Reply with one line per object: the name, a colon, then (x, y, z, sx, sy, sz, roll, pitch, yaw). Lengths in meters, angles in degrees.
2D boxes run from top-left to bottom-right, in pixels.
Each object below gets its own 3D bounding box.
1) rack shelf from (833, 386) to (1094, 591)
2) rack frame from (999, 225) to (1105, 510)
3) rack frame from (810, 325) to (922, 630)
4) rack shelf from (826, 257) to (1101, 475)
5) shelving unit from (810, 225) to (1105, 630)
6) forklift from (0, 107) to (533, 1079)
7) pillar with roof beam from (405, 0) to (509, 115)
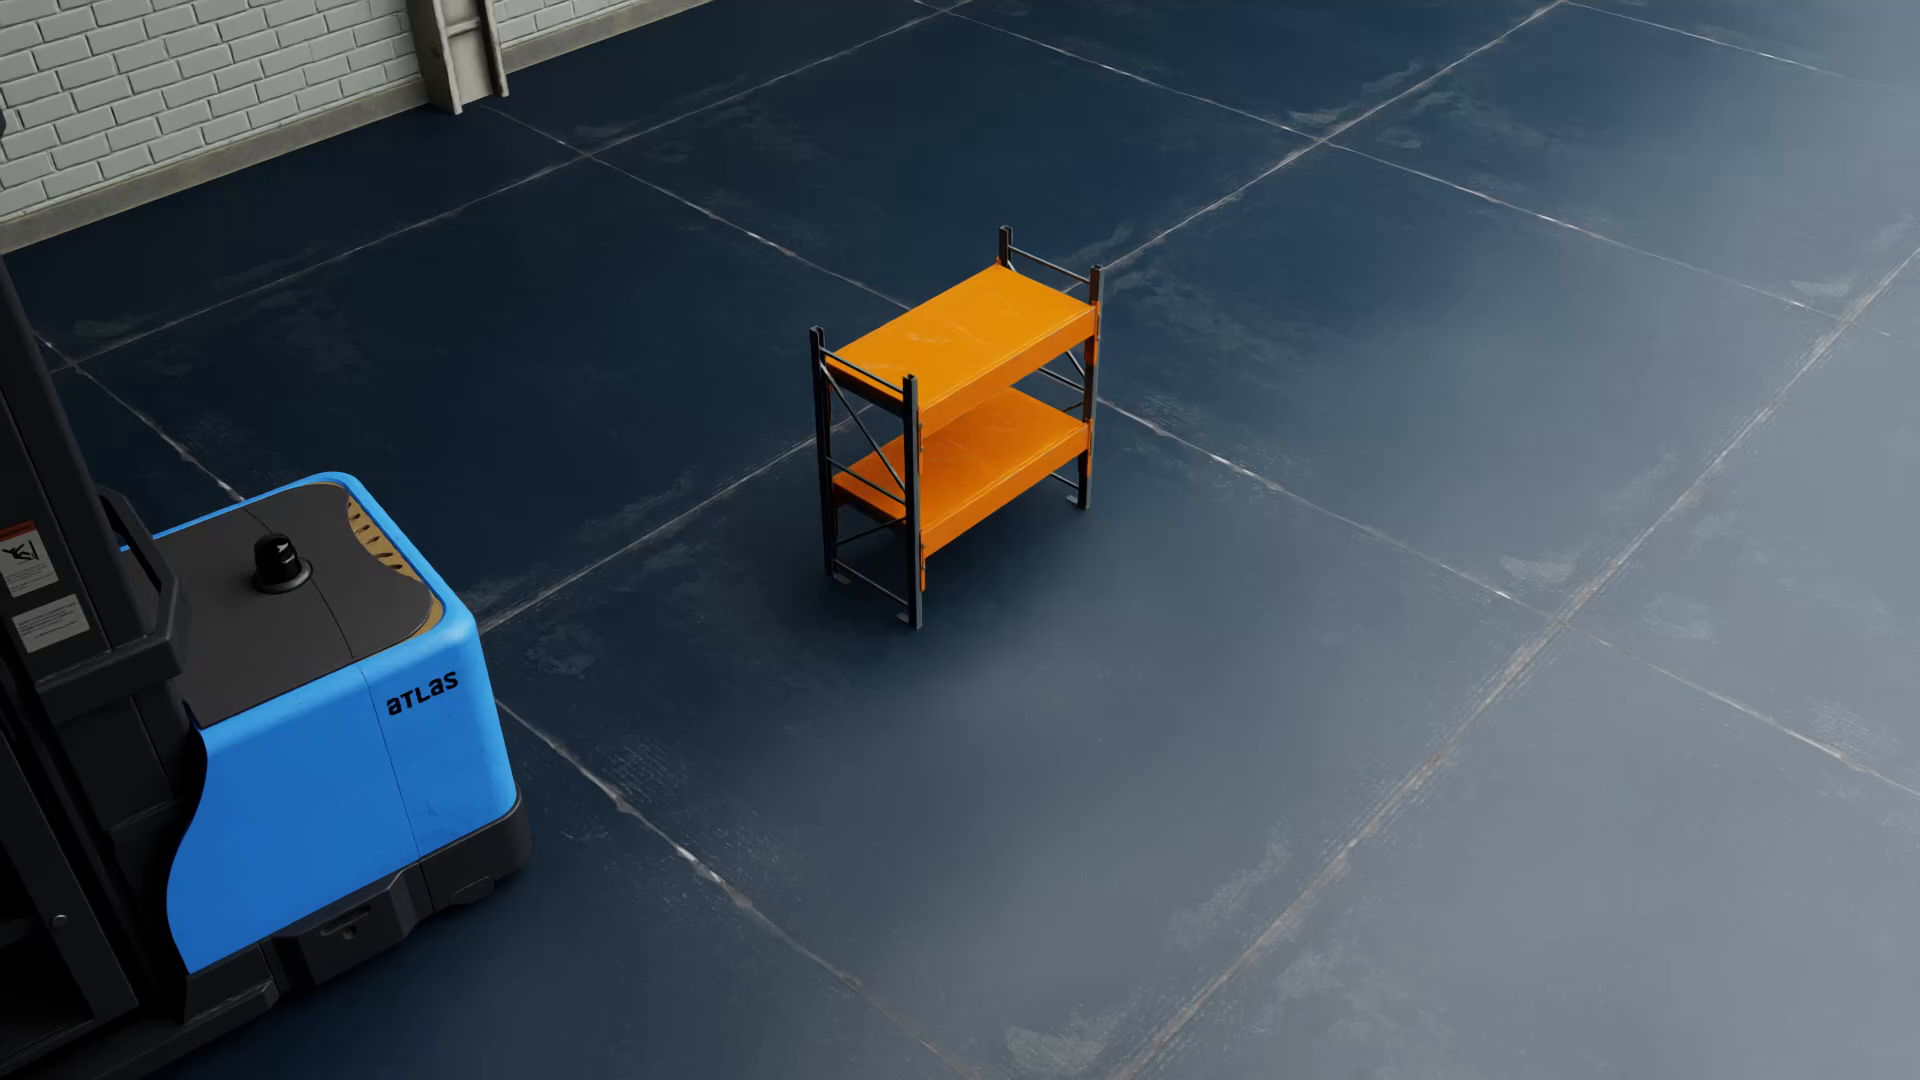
rack shelf: (0.005, -0.252, 6.556, 0.538, 0.278, 1.000, 30, 47, 32)
rack frame: (0.348, -0.677, 6.698, 0.500, 1.125, 0.032, 30, 47, 32)
rack frame: (-0.338, -0.210, 6.110, 0.500, 1.125, 0.032, 30, 47, 32)
rack shelf: (0.005, -0.672, 6.222, 0.538, 0.278, 1.000, 30, 47, 32)
shelving unit: (0.005, -0.443, 6.404, 0.538, 1.125, 1.048, 30, 47, 32)
forklift: (-2.851, 0.252, 4.078, 3.031, 2.935, 1.130, -26, 45, -29)
pillar with roof beam: (0.176, -4.414, 5.070, 9.100, 9.000, 0.400, 30, 47, 32)
